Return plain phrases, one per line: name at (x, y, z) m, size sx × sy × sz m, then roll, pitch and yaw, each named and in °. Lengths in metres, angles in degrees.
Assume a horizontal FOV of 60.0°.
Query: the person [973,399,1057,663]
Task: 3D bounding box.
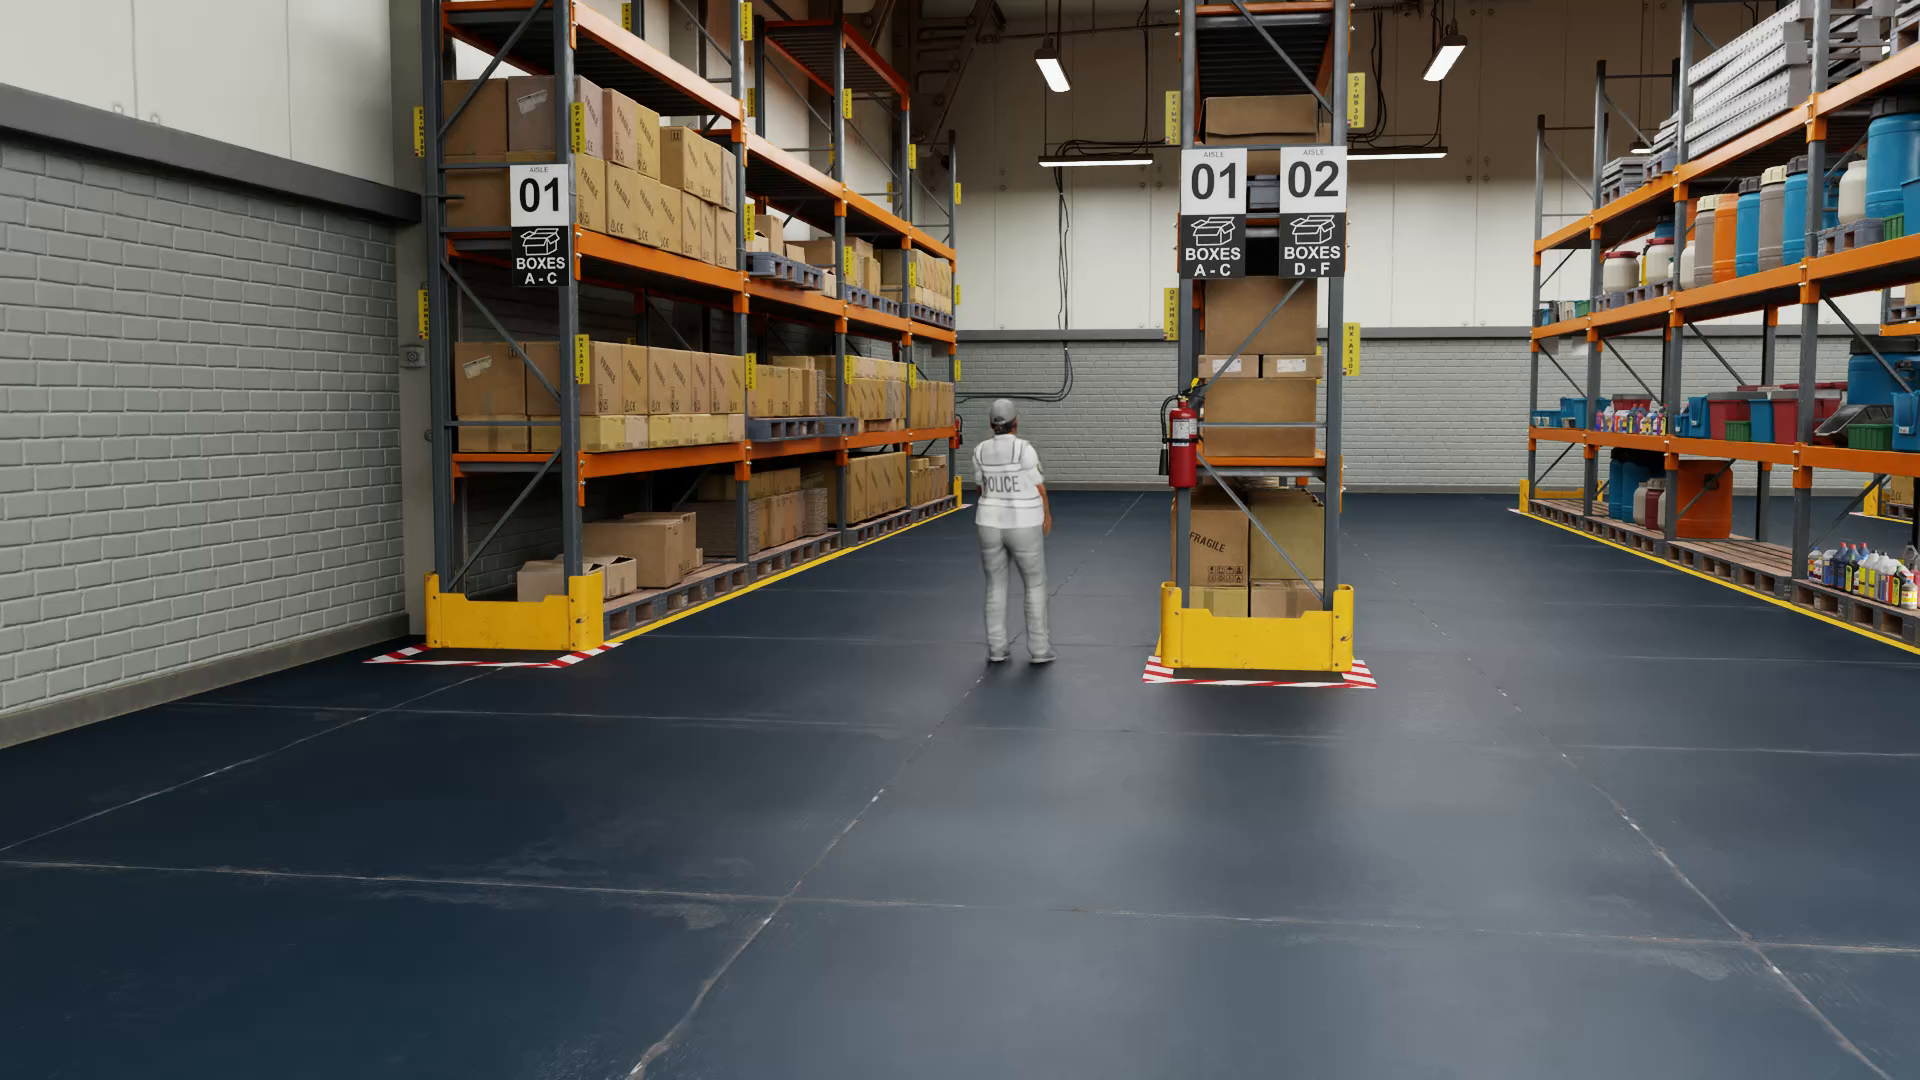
person at (0.349, -0.058, 10.569) m, size 0.484 × 1.670 × 0.497 m, roll 2°, pitch 5°, yaw 28°
